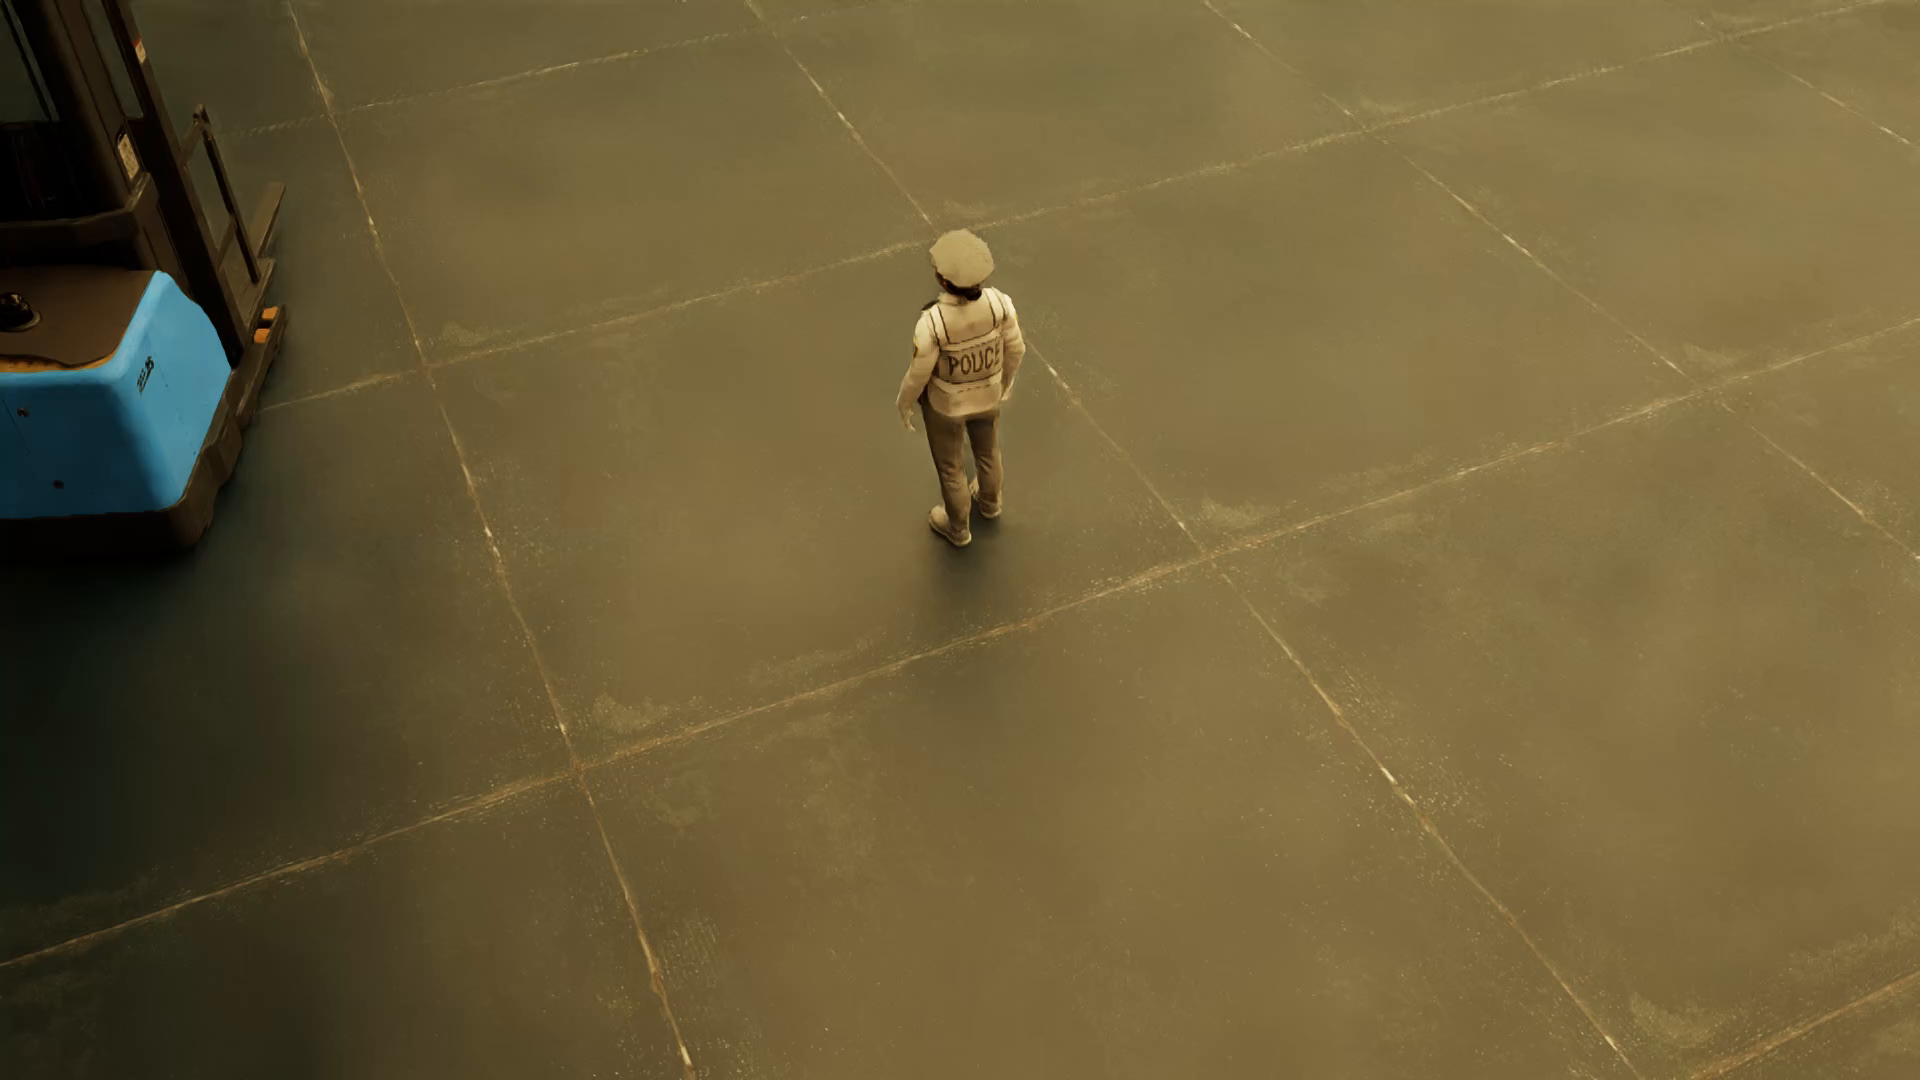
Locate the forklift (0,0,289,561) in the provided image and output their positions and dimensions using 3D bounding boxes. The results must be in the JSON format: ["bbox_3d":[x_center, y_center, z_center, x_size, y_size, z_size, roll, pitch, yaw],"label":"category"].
[{"bbox_3d":[-4.176,-1.972,7.794,1.130,2.935,3.031,-3,43,-4],"label":"forklift"}]

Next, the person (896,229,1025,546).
[{"bbox_3d":[-0.022,-0.669,7.292,0.586,1.695,0.533,-18,46,-18],"label":"person"}]
